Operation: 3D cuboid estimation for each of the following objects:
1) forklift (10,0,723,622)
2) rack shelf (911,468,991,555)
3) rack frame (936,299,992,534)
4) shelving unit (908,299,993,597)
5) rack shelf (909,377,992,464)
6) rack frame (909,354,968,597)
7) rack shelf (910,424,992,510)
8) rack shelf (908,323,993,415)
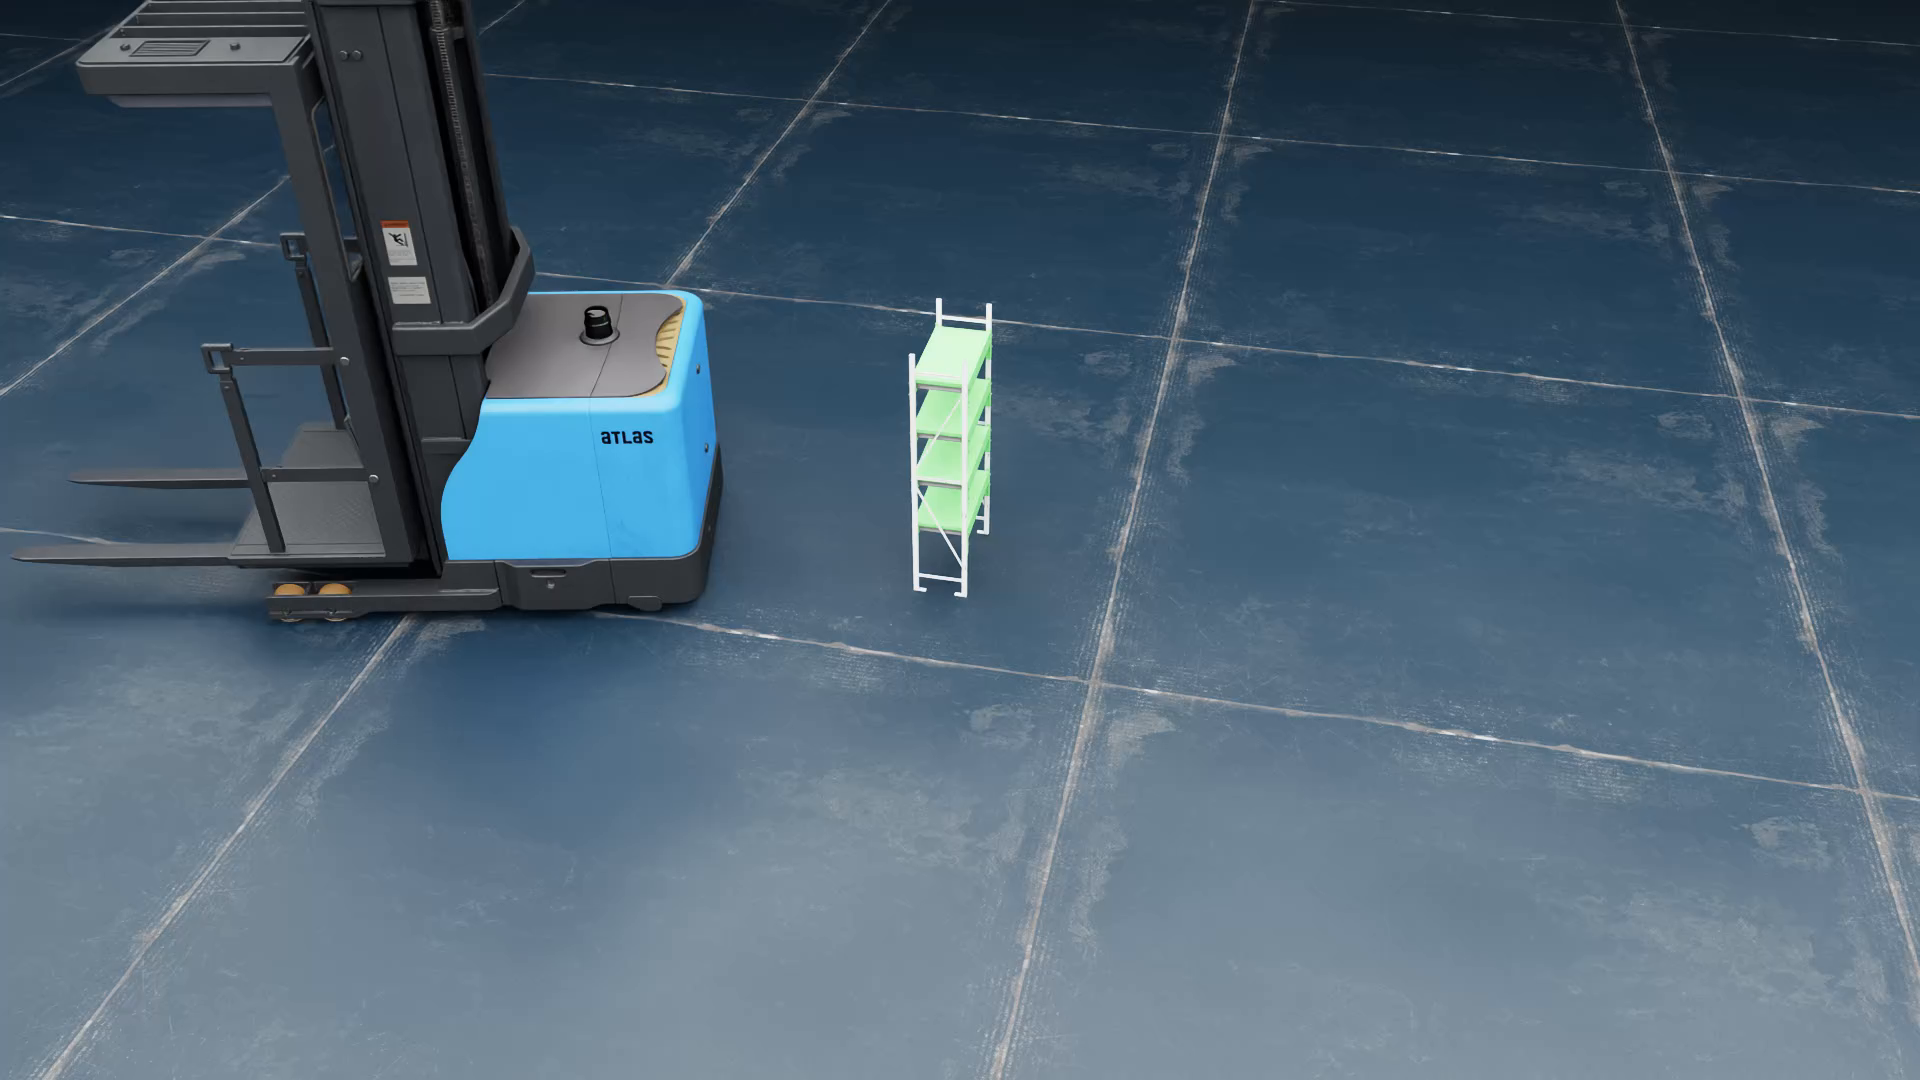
[{"bbox_3d":[-2.646,-1.144,6.831,3.031,2.935,1.130,-1,36,-1],"label":"forklift"},{"bbox_3d":[-0.035,-0.145,7.445,0.258,0.148,0.480,7,37,10],"label":"rack shelf"},{"bbox_3d":[0.017,-0.531,7.460,0.240,1.200,0.015,7,37,10],"label":"rack frame"},{"bbox_3d":[-0.035,-0.391,7.267,0.258,1.200,0.503,7,37,10],"label":"shelving unit"},{"bbox_3d":[-0.035,-0.534,7.164,0.258,0.148,0.480,7,37,10],"label":"rack shelf"},{"bbox_3d":[-0.087,-0.251,7.074,0.240,1.200,0.015,7,37,10],"label":"rack frame"},{"bbox_3d":[-0.035,-0.339,7.304,0.258,0.148,0.480,7,37,10],"label":"rack shelf"},{"bbox_3d":[-0.035,-0.728,7.023,0.258,0.148,0.480,7,37,10],"label":"rack shelf"}]
